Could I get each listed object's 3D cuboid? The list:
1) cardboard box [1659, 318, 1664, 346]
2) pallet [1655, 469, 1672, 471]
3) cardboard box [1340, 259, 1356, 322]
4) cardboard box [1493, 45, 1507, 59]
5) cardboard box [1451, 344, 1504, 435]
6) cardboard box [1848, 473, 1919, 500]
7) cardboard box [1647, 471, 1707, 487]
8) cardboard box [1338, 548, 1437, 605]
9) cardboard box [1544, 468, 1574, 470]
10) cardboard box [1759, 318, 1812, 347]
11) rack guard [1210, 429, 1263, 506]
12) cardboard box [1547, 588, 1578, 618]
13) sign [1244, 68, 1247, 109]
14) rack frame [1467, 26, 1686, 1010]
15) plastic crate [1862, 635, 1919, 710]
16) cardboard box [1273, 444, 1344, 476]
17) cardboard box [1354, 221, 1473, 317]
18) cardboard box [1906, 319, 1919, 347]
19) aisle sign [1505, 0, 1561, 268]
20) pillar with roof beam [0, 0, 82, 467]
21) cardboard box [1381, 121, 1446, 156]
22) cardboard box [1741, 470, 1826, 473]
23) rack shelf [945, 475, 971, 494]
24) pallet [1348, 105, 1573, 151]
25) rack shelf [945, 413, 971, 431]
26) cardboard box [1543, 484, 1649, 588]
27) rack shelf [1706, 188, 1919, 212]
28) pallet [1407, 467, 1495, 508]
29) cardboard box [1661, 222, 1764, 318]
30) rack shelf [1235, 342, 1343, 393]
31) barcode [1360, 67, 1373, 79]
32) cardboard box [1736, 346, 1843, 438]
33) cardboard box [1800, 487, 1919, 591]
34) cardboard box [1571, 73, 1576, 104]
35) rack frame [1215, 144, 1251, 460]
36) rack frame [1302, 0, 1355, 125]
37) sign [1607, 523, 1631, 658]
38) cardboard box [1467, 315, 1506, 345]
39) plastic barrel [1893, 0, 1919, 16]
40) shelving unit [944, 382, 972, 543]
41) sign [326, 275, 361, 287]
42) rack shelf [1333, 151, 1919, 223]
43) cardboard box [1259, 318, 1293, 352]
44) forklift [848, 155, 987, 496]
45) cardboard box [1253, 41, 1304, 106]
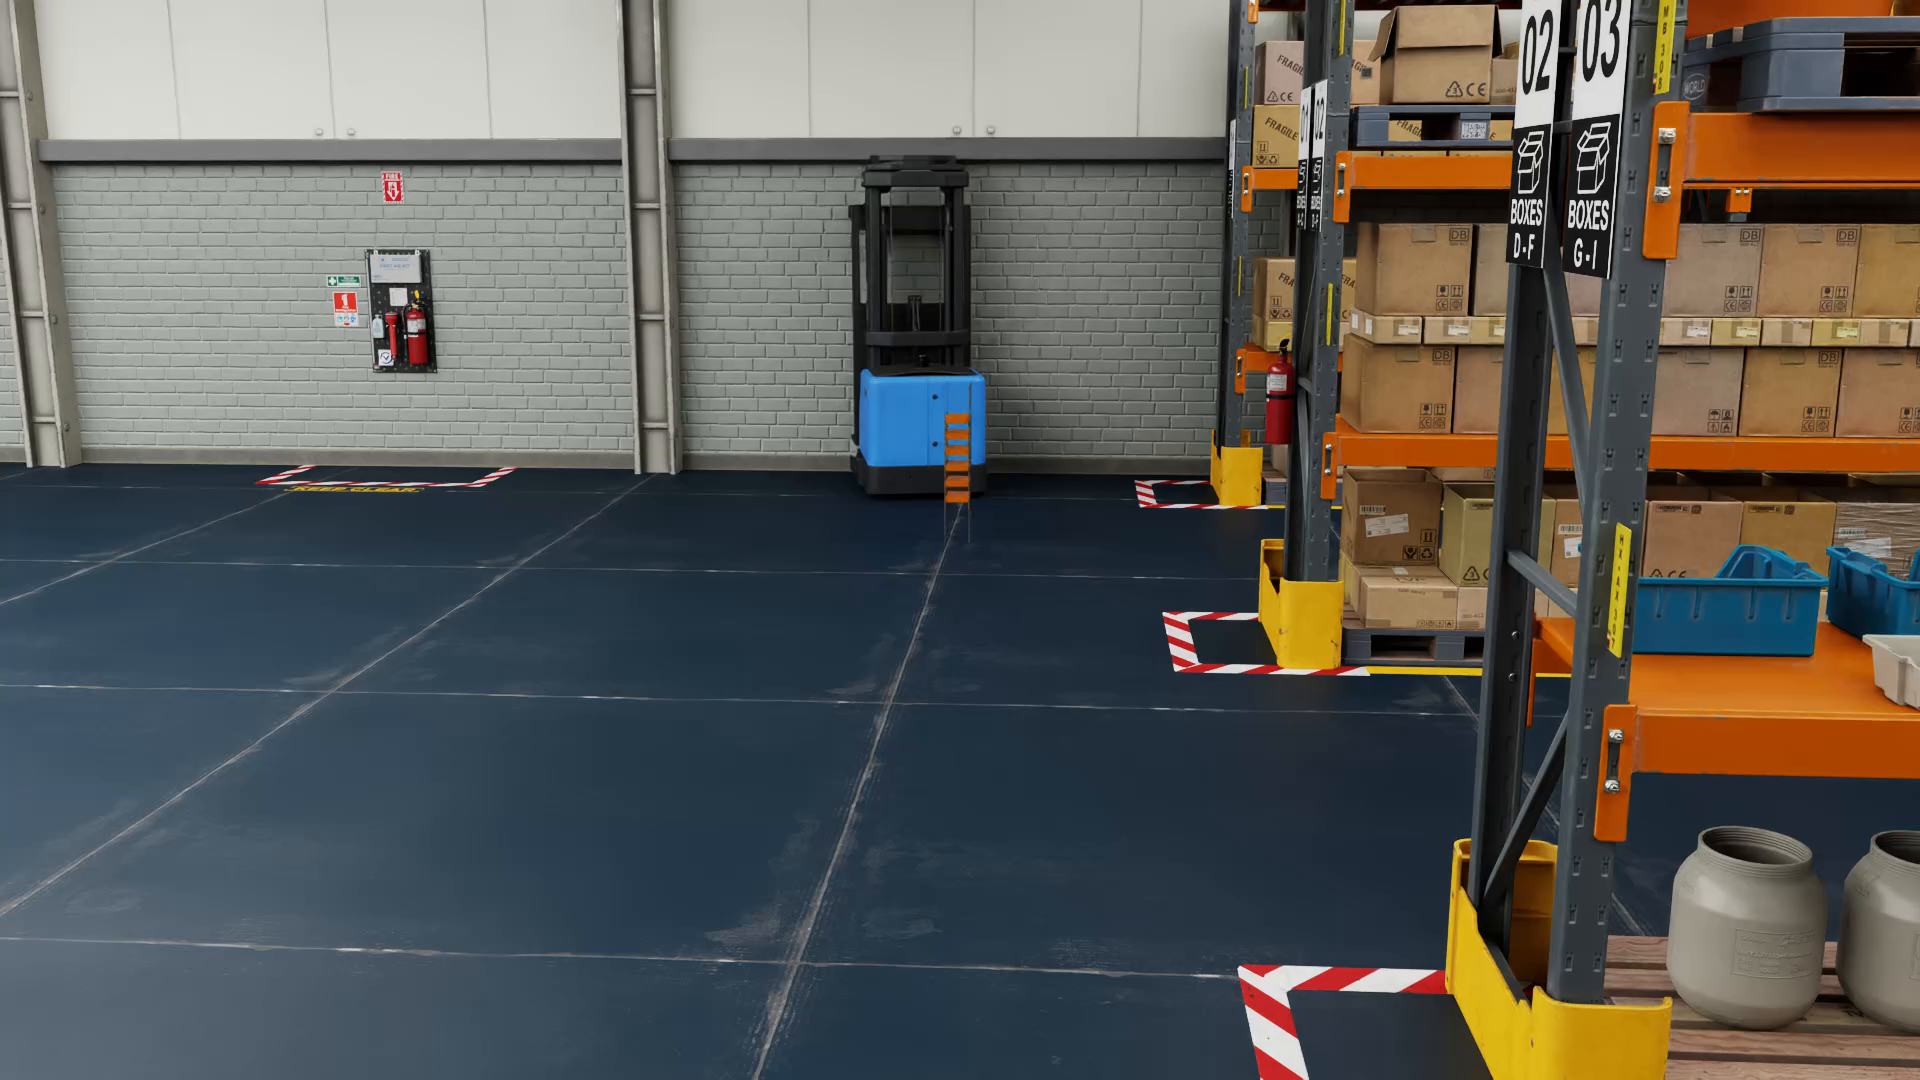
[{"bbox_3d":[3.688,-1.163,9.173,0.250,0.149,0.380,1,12,3],"label":"cardboard box"},{"bbox_3d":[5.672,-0.458,14.440,1.213,0.211,1.003,1,12,4],"label":"pallet"},{"bbox_3d":[3.302,-2.102,13.976,0.500,0.500,0.500,1,12,4],"label":"cardboard box"},{"bbox_3d":[4.338,-3.914,14.093,0.500,0.500,0.500,1,12,4],"label":"cardboard box"},{"bbox_3d":[3.015,-0.897,9.485,0.500,0.500,0.700,1,12,5],"label":"cardboard box"},{"bbox_3d":[5.575,-0.105,9.804,0.500,0.500,0.500,1,12,4],"label":"cardboard box"},{"bbox_3d":[4.079,-0.126,9.900,0.500,0.500,0.500,1,12,4],"label":"cardboard box"},{"bbox_3d":[2.581,0.224,10.060,0.500,0.250,0.500,1,12,4],"label":"cardboard box"},{"bbox_3d":[5.306,-0.818,14.384,0.500,0.500,0.500,0,12,-1],"label":"cardboard box"},{"bbox_3d":[4.465,-1.152,9.123,0.250,0.149,0.380,1,12,5],"label":"cardboard box"},{"bbox_3d":[2.429,-0.651,14.657,0.348,0.500,1.175,1,12,4],"label":"rack guard"},{"bbox_3d":[3.544,0.343,9.492,0.500,0.250,0.500,1,12,4],"label":"cardboard box"},{"bbox_3d":[2.317,-3.660,13.480,0.005,0.325,0.100,1,12,4],"label":"sign"},{"bbox_3d":[1.691,0.149,4.731,0.127,3.000,1.000,1,12,4],"label":"rack frame"},{"bbox_3d":[2.563,0.356,4.385,0.250,0.136,0.298,1,12,4],"label":"plastic crate"},{"bbox_3d":[3.038,-0.747,14.503,0.500,0.311,0.500,-1,12,-3],"label":"cardboard box"},{"bbox_3d":[2.544,-1.537,9.379,0.500,0.500,0.700,1,12,4],"label":"cardboard box"},{"bbox_3d":[5.224,-1.142,9.071,0.250,0.149,0.380,0,12,2],"label":"cardboard box"},{"bbox_3d":[1.639,-1.185,4.760,0.004,0.787,0.394,1,12,4],"label":"aisle sign"},{"bbox_3d":[-9.151,-4.263,11.172,0.400,9.000,9.100,1,12,4],"label":"pillar with roof beam"},{"bbox_3d":[3.722,-3.326,13.721,0.500,0.500,0.500,1,12,6],"label":"cardboard box"},{"bbox_3d":[7.080,-0.806,14.324,0.500,0.500,0.700,1,12,6],"label":"cardboard box"},{"bbox_3d":[-0.014,-0.427,12.680,0.180,0.103,0.258,1,12,4],"label":"rack shelf"},{"bbox_3d":[2.730,-2.273,9.199,1.213,0.211,1.003,1,12,4],"label":"pallet"},{"bbox_3d":[-0.014,-0.896,12.582,0.180,0.103,0.258,1,12,4],"label":"rack shelf"},{"bbox_3d":[3.545,-0.026,9.427,0.500,0.500,0.500,1,12,4],"label":"cardboard box"},{"bbox_3d":[8.340,-2.909,13.780,4.000,0.370,1.077,1,12,4],"label":"rack shelf"},{"bbox_3d":[4.451,-0.474,14.517,1.213,0.211,1.003,1,12,4],"label":"pallet"},{"bbox_3d":[4.072,-1.518,9.285,0.500,0.500,0.700,1,12,4],"label":"cardboard box"},{"bbox_3d":[4.349,-1.496,14.349,4.000,0.370,1.077,1,12,4],"label":"rack shelf"},{"bbox_3d":[2.359,-2.710,9.653,0.075,0.075,0.001,1,12,4],"label":"barcode"},{"bbox_3d":[4.547,-0.876,9.384,0.500,0.500,0.700,1,12,5],"label":"cardboard box"},{"bbox_3d":[5.042,-0.006,9.329,0.500,0.500,0.500,1,12,4],"label":"cardboard box"},{"bbox_3d":[3.188,-2.430,8.980,0.250,0.149,0.380,1,12,4],"label":"cardboard box"},{"bbox_3d":[2.353,-1.875,14.406,0.127,3.000,1.000,1,12,4],"label":"rack frame"},{"bbox_3d":[2.026,-3.800,8.954,0.127,3.000,1.000,1,12,4],"label":"rack frame"},{"bbox_3d":[1.650,0.126,4.166,0.005,0.325,0.100,1,12,4],"label":"sign"},{"bbox_3d":[2.916,-1.173,9.223,0.250,0.149,0.380,1,12,4],"label":"cardboard box"},{"bbox_3d":[2.837,-1.627,4.411,0.600,0.588,0.600,0,12,0],"label":"plastic barrel"},{"bbox_3d":[-0.014,-0.587,12.646,0.189,1.200,0.258,1,12,4],"label":"shelving unit"},{"bbox_3d":[-5.881,-2.470,15.867,0.331,0.109,0.001,1,12,4],"label":"sign"},{"bbox_3d":[4.022,-1.952,9.204,4.000,0.370,1.077,1,12,4],"label":"rack shelf"},{"bbox_3d":[2.819,-1.740,14.078,0.500,0.250,0.500,0,12,2],"label":"cardboard box"},{"bbox_3d":[-0.477,-2.073,15.521,1.130,2.935,3.031,-2,12,-8],"label":"forklift"},{"bbox_3d":[2.722,-3.837,13.722,0.500,0.500,0.500,0,12,0],"label":"cardboard box"}]
